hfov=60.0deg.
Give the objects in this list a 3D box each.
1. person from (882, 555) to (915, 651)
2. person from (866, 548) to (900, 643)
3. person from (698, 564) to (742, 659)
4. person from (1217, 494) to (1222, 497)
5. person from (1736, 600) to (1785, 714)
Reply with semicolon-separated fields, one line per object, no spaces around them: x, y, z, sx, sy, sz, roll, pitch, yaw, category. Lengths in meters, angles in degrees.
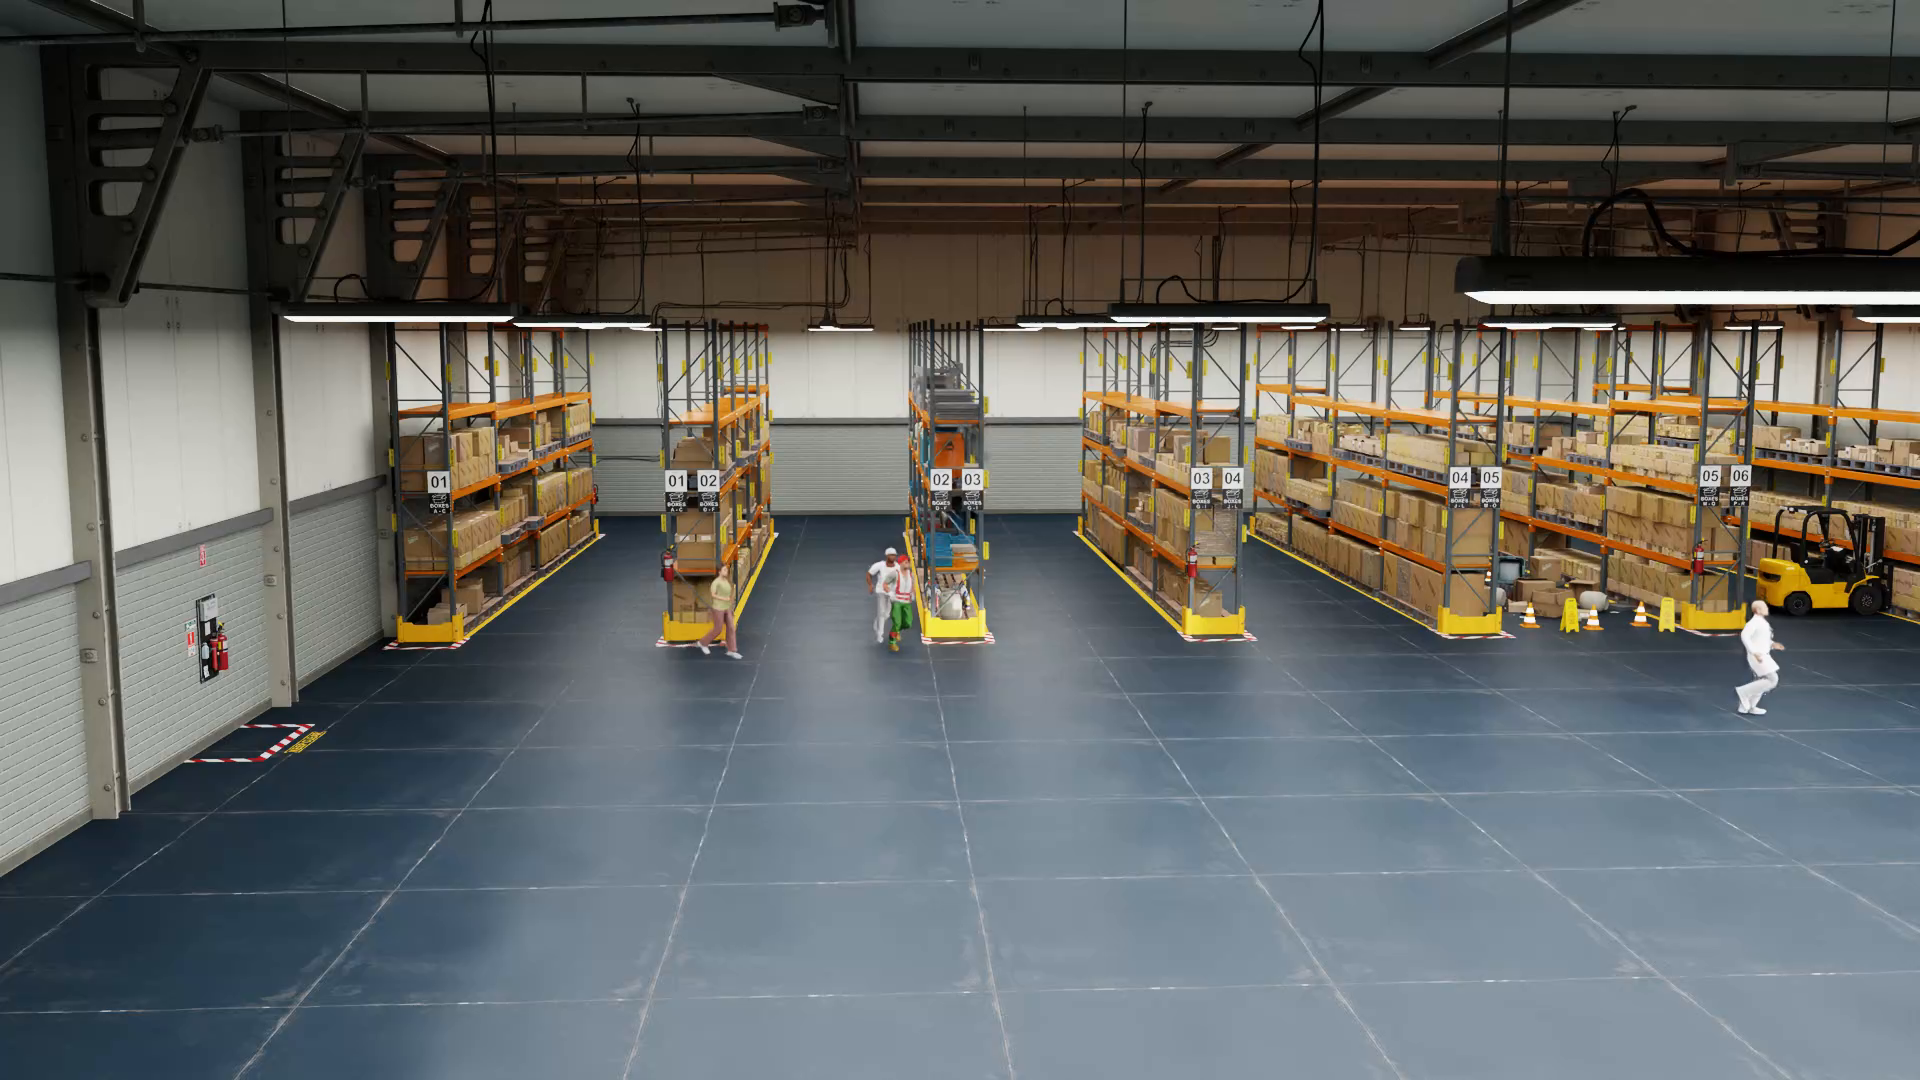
-1.099;1.125;30.513;0.672;1.708;0.609;-4;8;-30;person
-1.389;1.008;31.407;0.744;1.736;0.820;-3;7;-20;person
-4.267;1.252;29.560;0.849;1.691;0.597;3;8;22;person
7.302;-1.013;47.890;0.568;1.679;0.856;5;9;34;person
12.078;1.774;25.067;0.628;1.732;0.704;4;8;28;person
